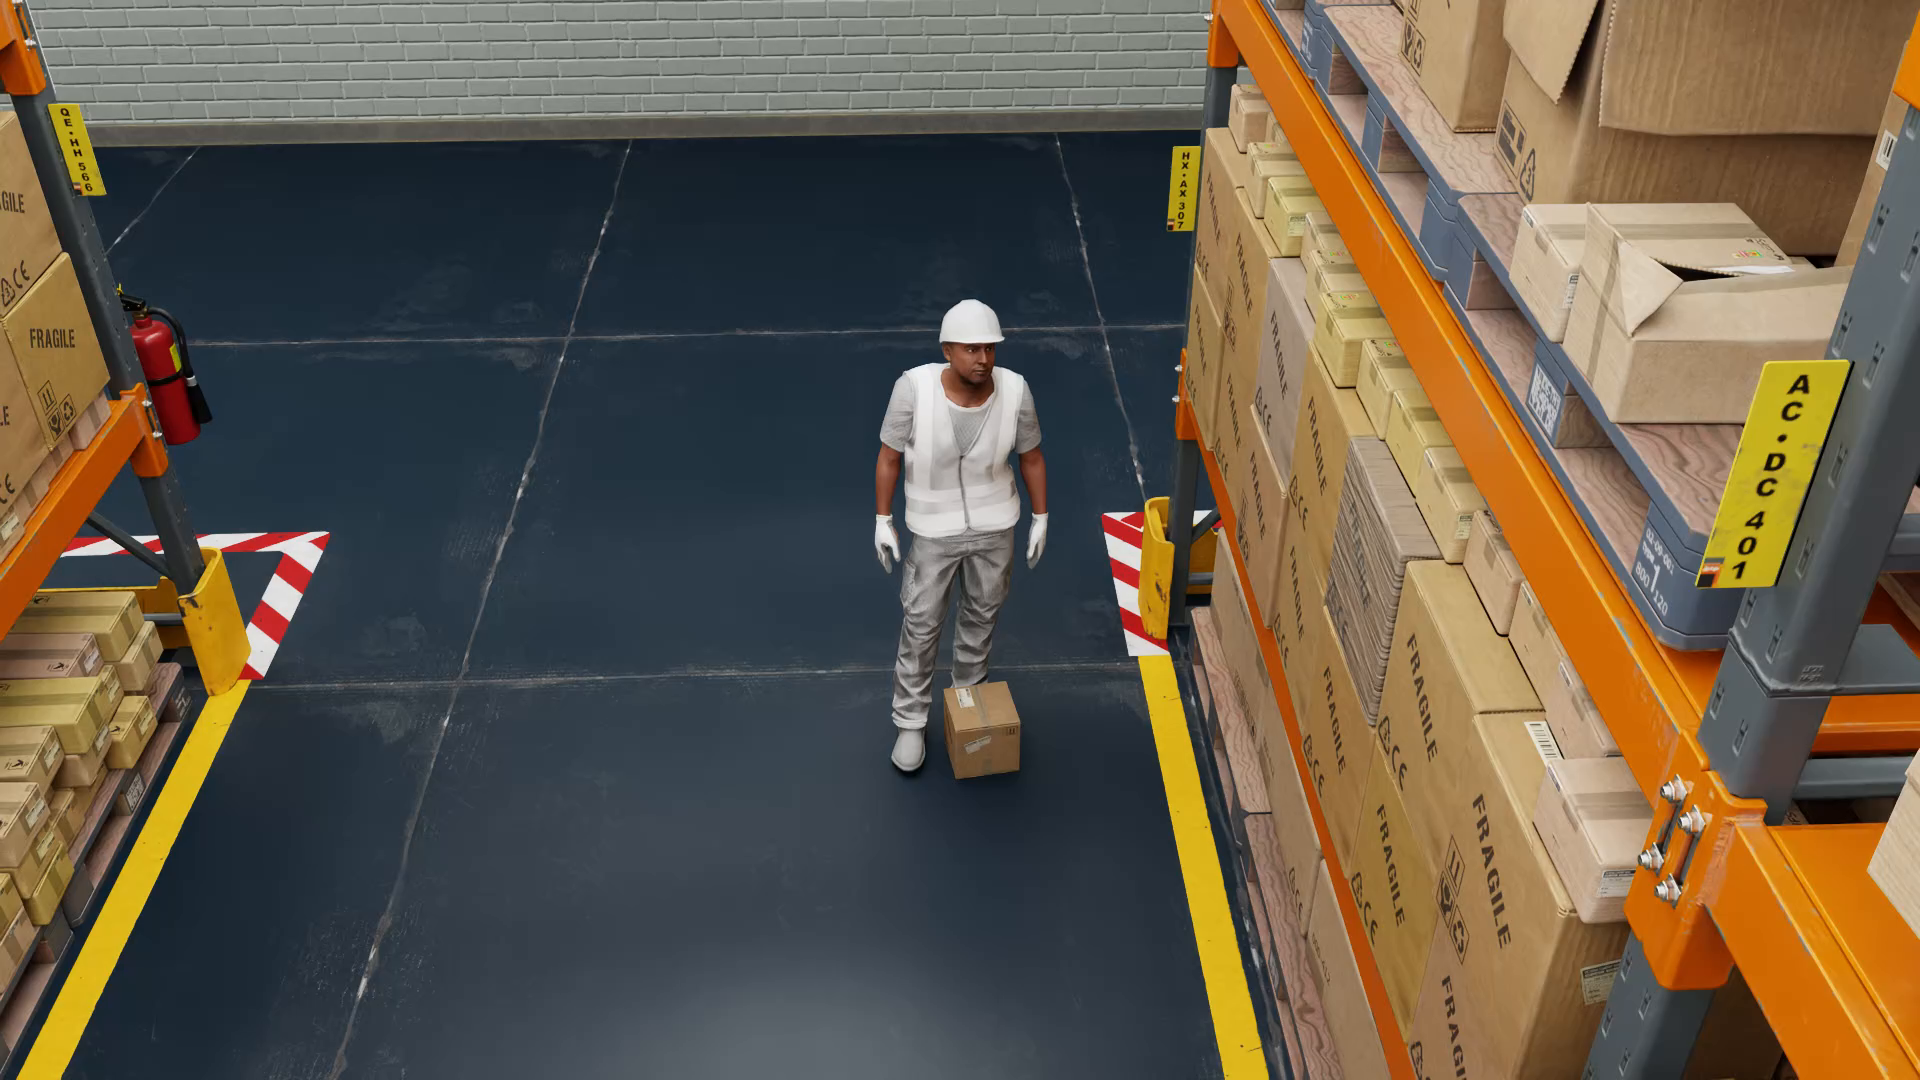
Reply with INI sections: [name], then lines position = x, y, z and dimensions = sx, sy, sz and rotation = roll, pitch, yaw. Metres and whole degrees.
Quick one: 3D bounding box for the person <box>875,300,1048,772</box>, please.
[person]
position = 0.015, -0.011, 6.128
dimensions = 0.656, 1.782, 0.576
rotation = -6, 35, -8
